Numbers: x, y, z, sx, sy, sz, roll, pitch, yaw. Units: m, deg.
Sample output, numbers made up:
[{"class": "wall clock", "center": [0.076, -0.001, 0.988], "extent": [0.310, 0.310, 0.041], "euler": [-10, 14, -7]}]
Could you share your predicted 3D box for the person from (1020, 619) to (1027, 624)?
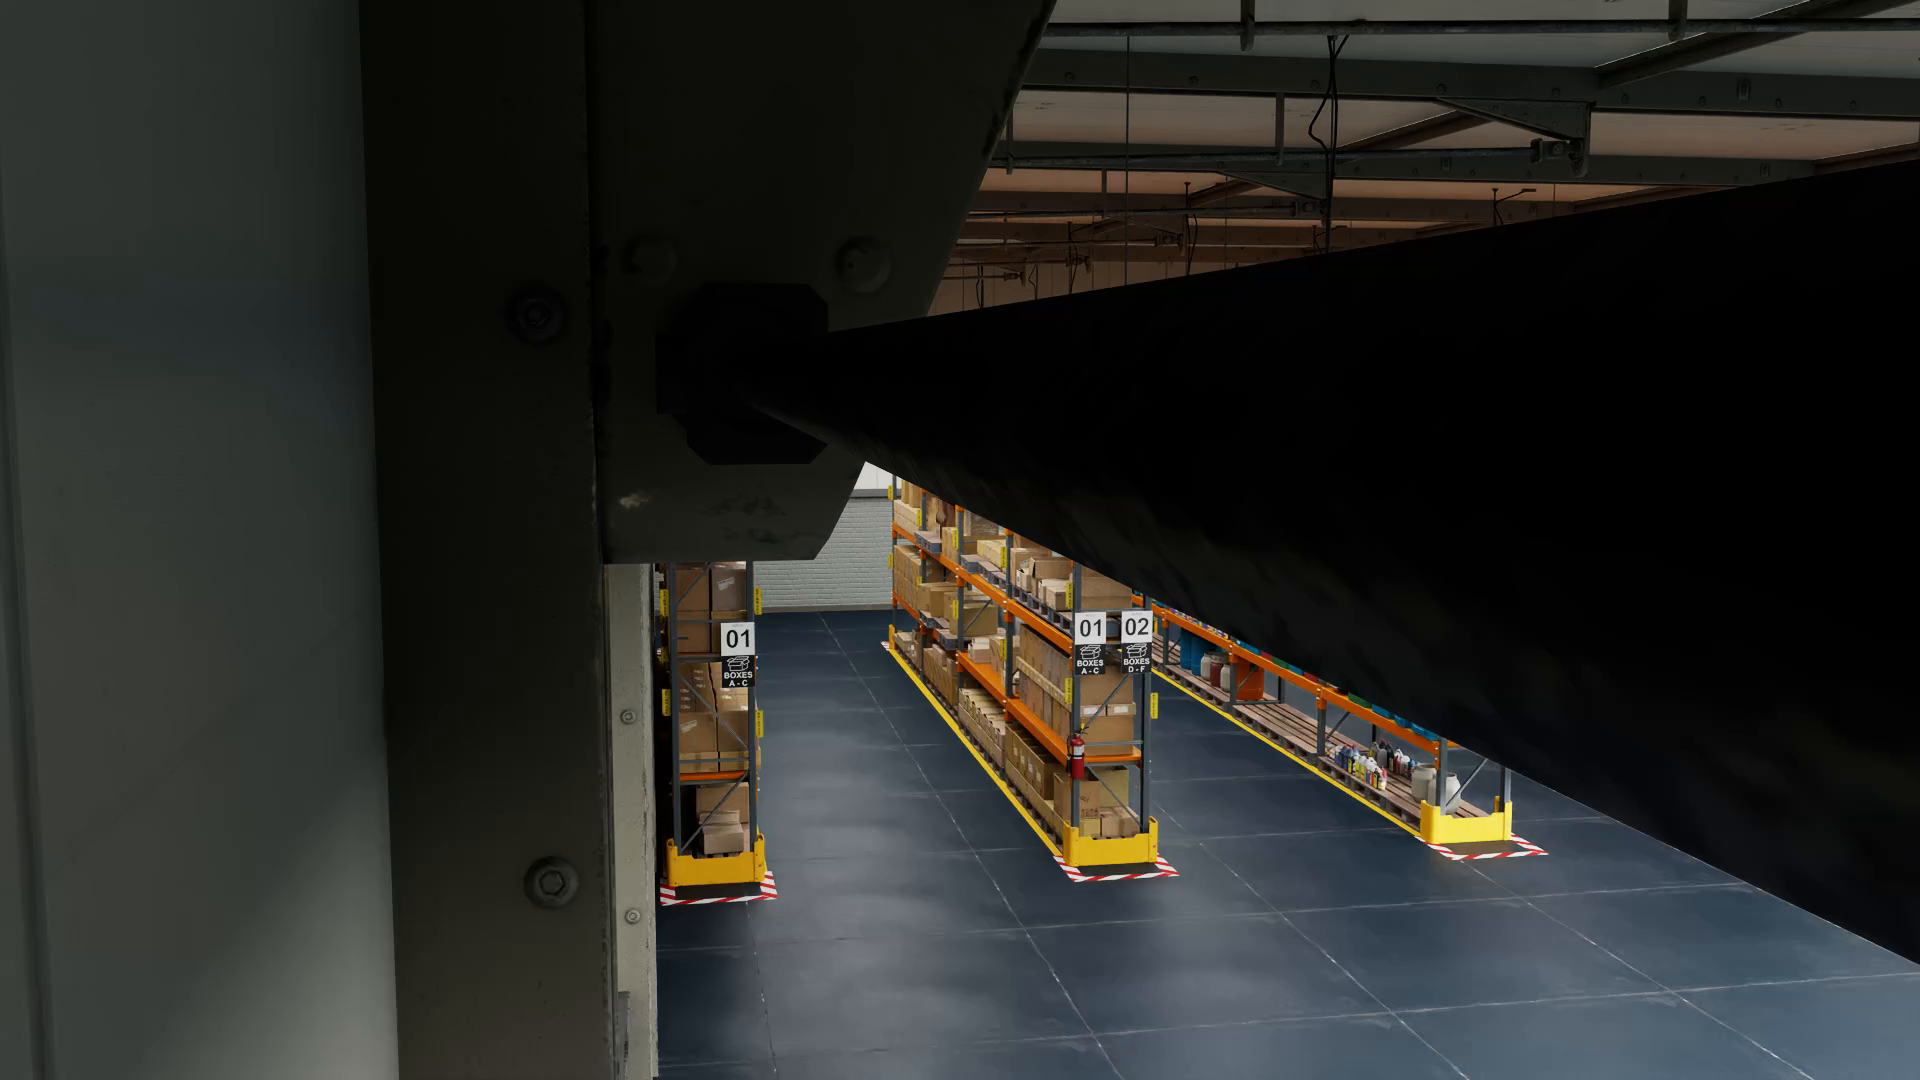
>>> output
[{"class": "person", "center": [1.436, 1.661, 34.214], "extent": [0.632, 1.661, 0.708], "euler": [-2, 7, -19]}]
